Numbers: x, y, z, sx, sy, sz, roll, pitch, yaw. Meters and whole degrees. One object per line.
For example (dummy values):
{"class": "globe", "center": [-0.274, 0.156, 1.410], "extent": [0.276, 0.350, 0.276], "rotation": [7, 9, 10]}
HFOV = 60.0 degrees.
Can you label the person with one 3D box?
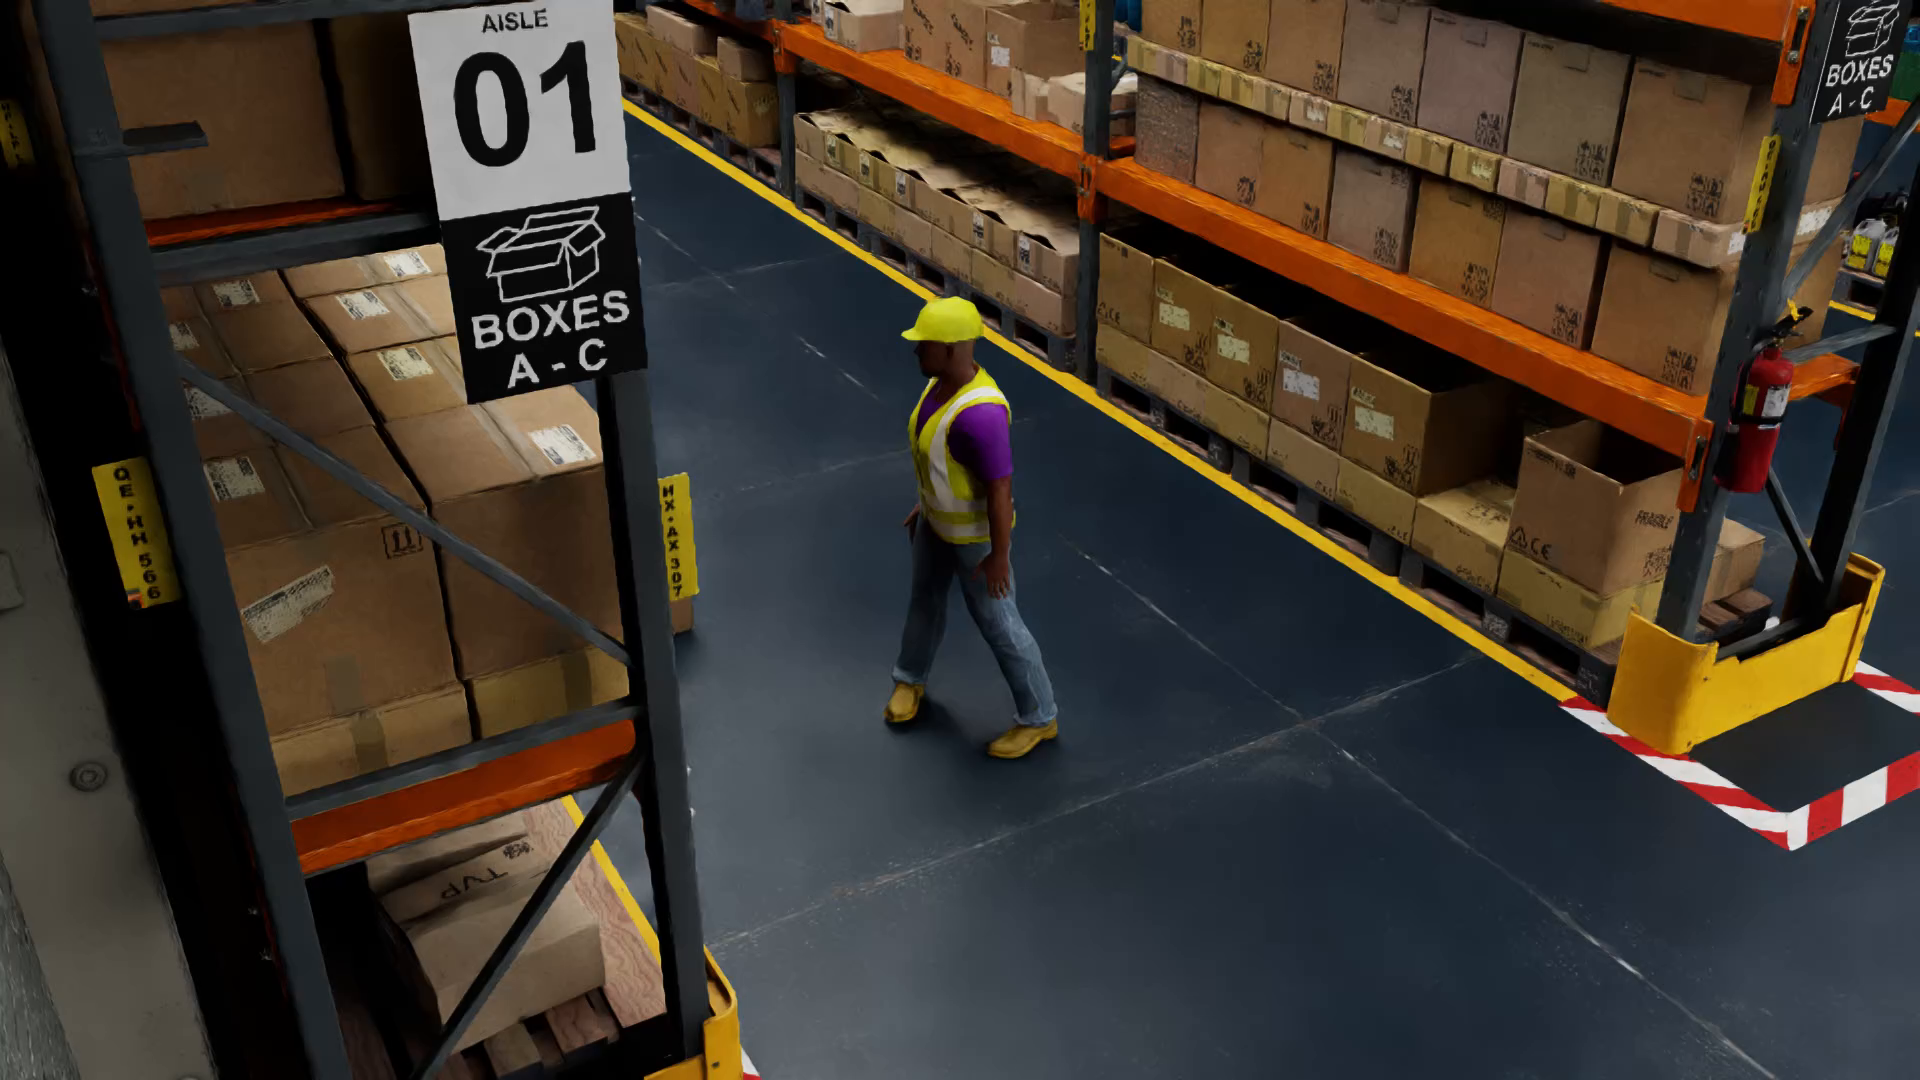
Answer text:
{"class": "person", "center": [0.016, -0.047, 6.193], "extent": [0.599, 1.762, 0.634], "rotation": [-12, 31, -20]}
